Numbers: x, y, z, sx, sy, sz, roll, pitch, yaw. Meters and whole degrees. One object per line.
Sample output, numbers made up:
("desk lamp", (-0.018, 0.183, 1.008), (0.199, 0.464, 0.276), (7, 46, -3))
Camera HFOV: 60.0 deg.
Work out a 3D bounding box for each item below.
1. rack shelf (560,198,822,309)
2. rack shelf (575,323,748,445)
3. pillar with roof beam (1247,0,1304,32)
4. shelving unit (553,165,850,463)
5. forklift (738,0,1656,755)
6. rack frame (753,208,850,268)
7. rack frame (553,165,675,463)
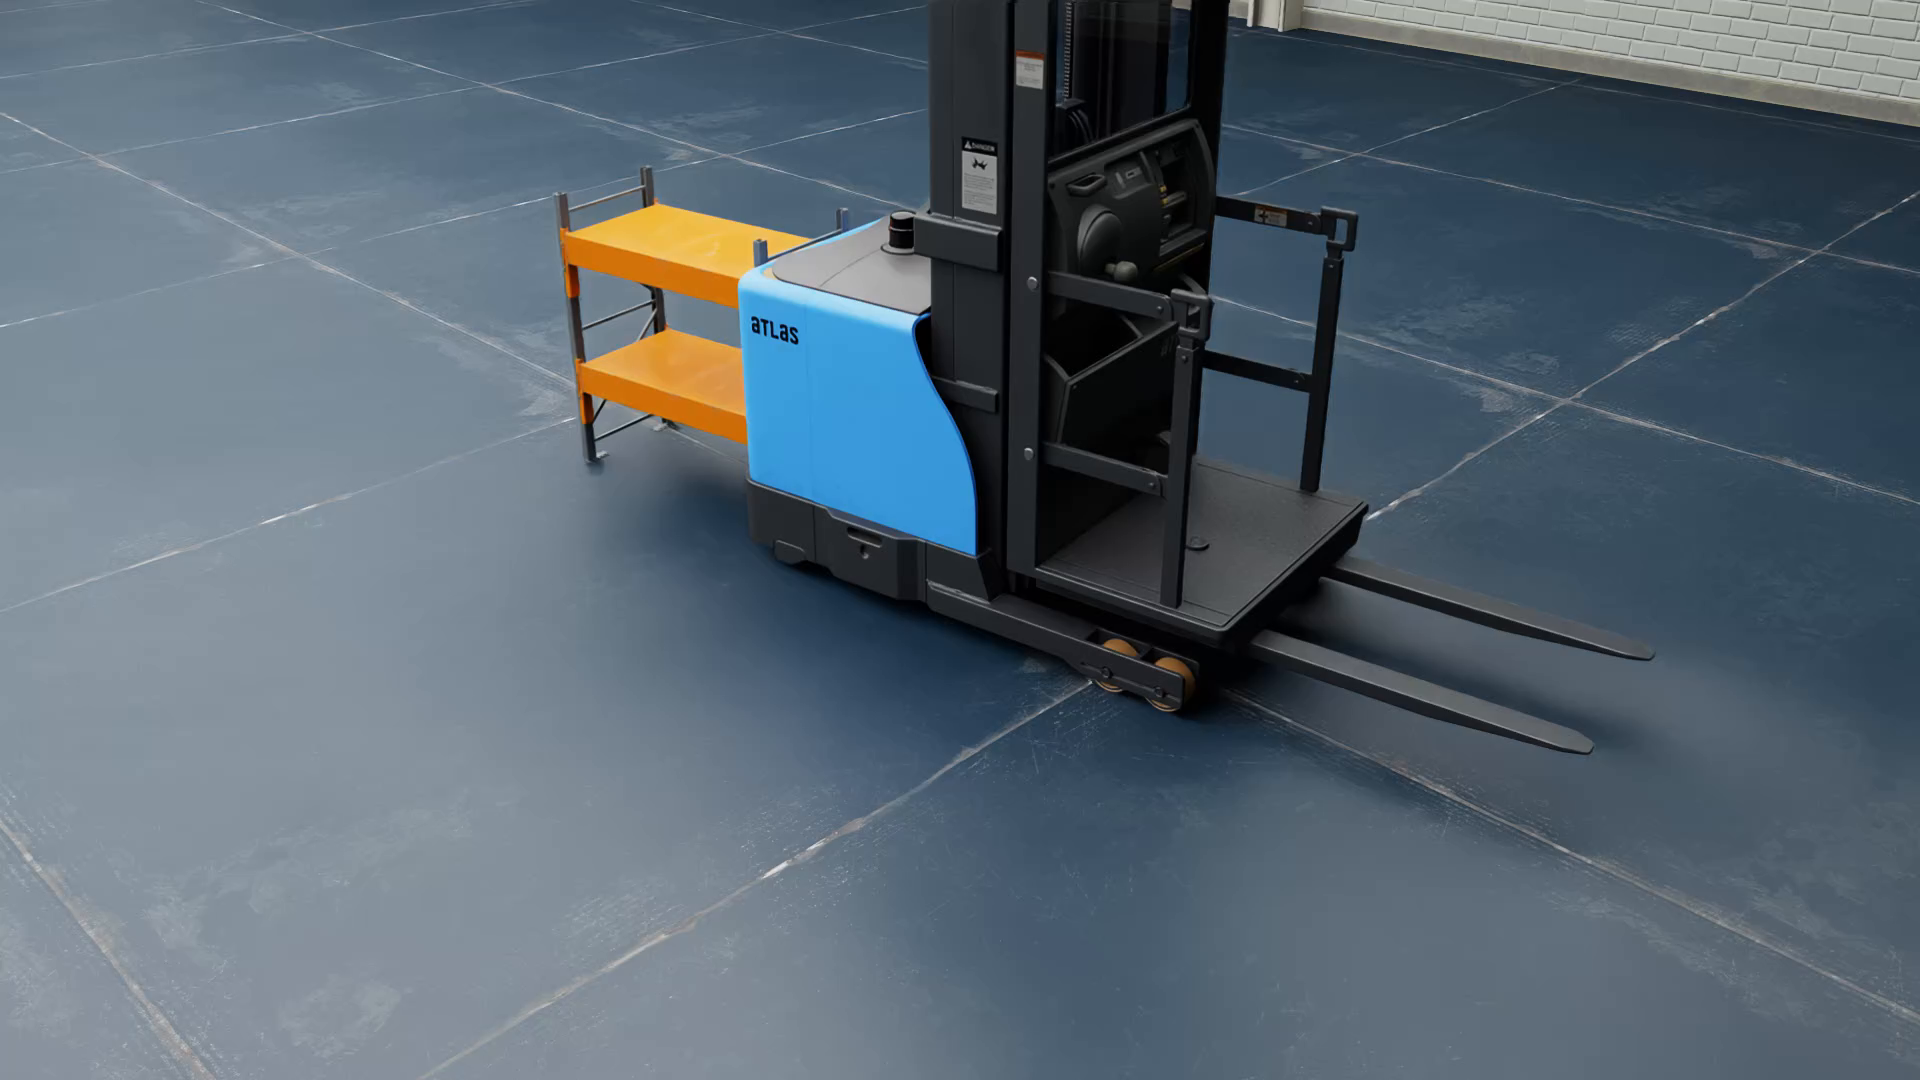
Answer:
("rack shelf", (-0.983, -1.036, 6.383), (1.000, 0.278, 0.538), (18, 33, 31))
("rack shelf", (-0.983, -0.561, 6.633), (1.000, 0.278, 0.538), (18, 33, 31))
("pillar with roof beam", (-0.156, -7.232, 10.334), (0.400, 9.000, 9.100), (25, 36, 38))
("shelving unit", (-0.983, -0.777, 6.519), (1.048, 1.125, 0.538), (18, 33, 31))
("forklift", (0.716, -1.039, 5.077), (3.031, 2.935, 1.130), (18, 33, 31))
("rack frame", (-0.569, -0.639, 6.257), (0.032, 1.125, 0.500), (18, 33, 31))
("rack frame", (-1.396, -0.914, 6.780), (0.032, 1.125, 0.500), (18, 33, 31))
